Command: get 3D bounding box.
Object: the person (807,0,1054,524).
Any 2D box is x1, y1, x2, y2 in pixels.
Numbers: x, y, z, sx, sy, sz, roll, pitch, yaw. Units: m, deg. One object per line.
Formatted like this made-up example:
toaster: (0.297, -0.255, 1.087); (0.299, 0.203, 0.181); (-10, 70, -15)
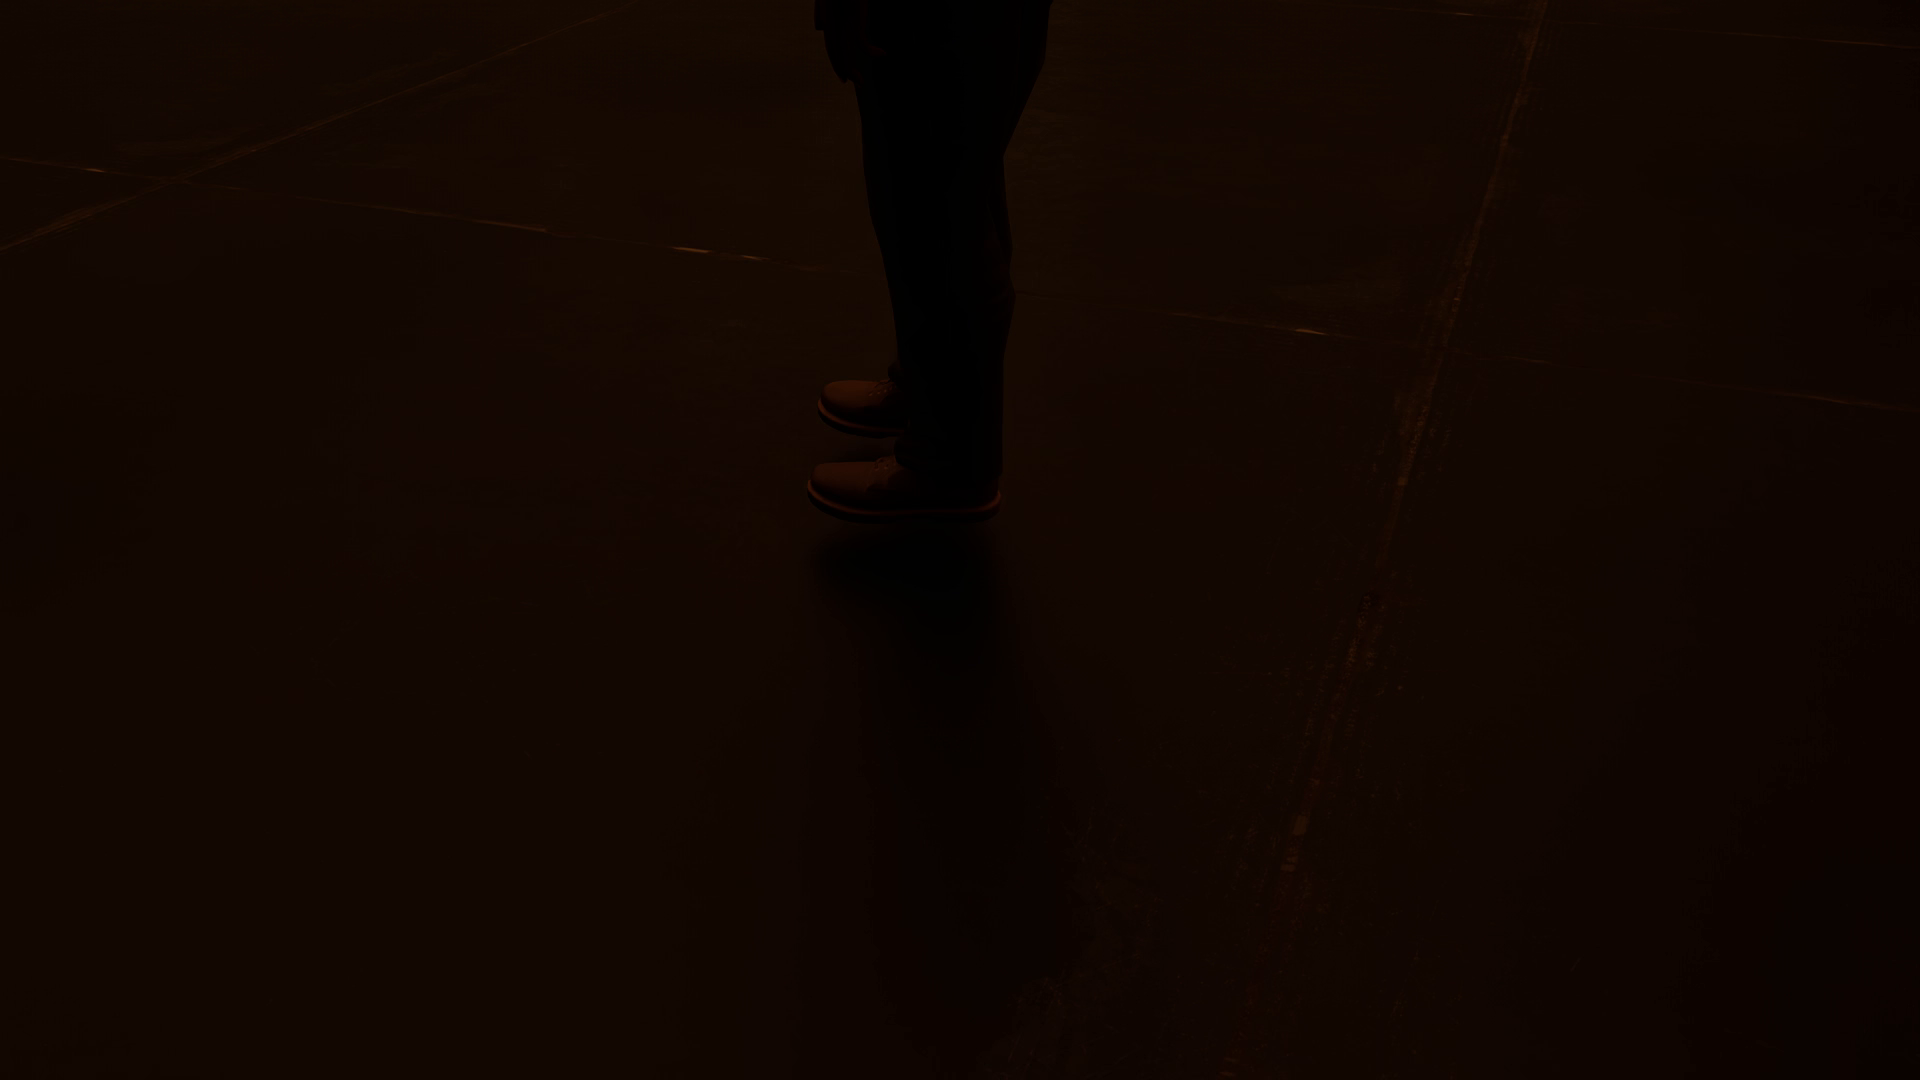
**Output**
person: (-0.075, -0.785, 2.112); (0.504, 1.654, 0.569); (10, 31, 18)
